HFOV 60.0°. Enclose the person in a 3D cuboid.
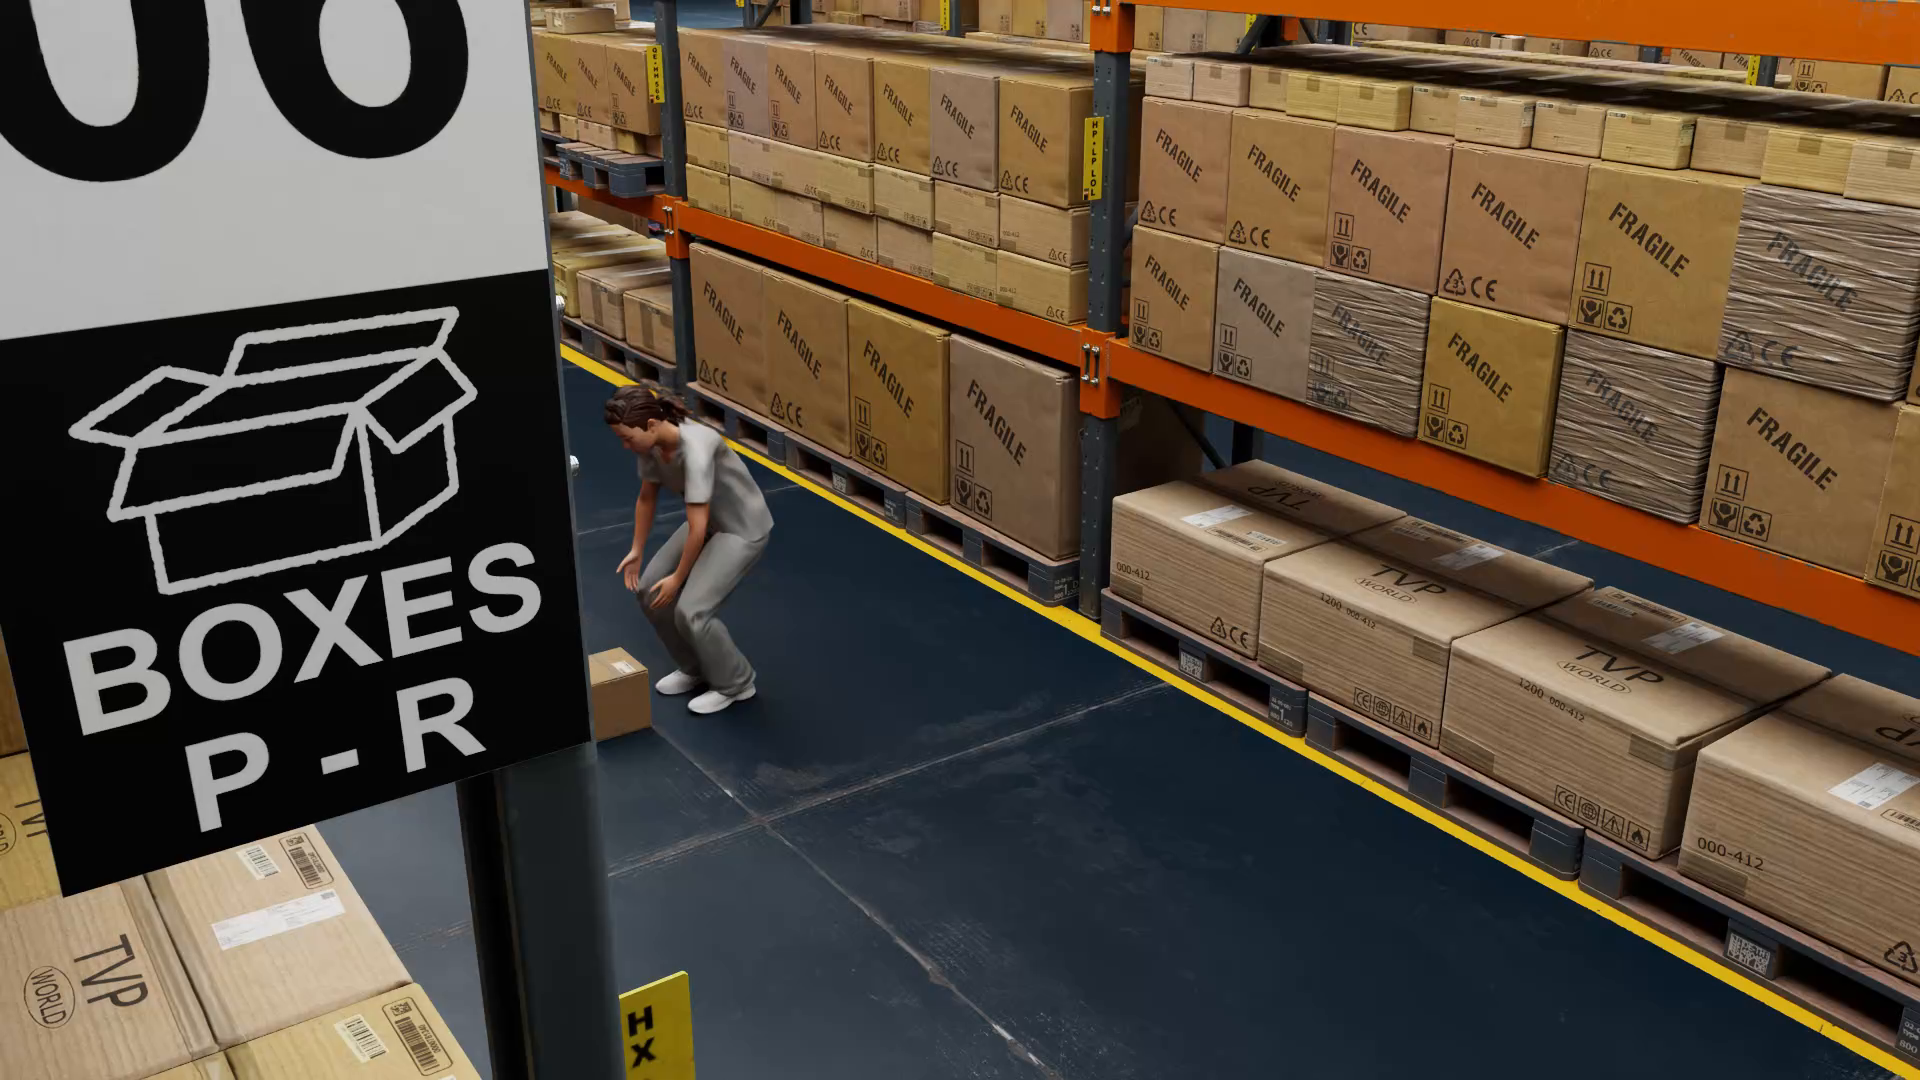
[{"bbox_3d":[-1.035,0.016,6.483,0.652,1.362,0.491,-15,26,-33],"label":"person"}]
